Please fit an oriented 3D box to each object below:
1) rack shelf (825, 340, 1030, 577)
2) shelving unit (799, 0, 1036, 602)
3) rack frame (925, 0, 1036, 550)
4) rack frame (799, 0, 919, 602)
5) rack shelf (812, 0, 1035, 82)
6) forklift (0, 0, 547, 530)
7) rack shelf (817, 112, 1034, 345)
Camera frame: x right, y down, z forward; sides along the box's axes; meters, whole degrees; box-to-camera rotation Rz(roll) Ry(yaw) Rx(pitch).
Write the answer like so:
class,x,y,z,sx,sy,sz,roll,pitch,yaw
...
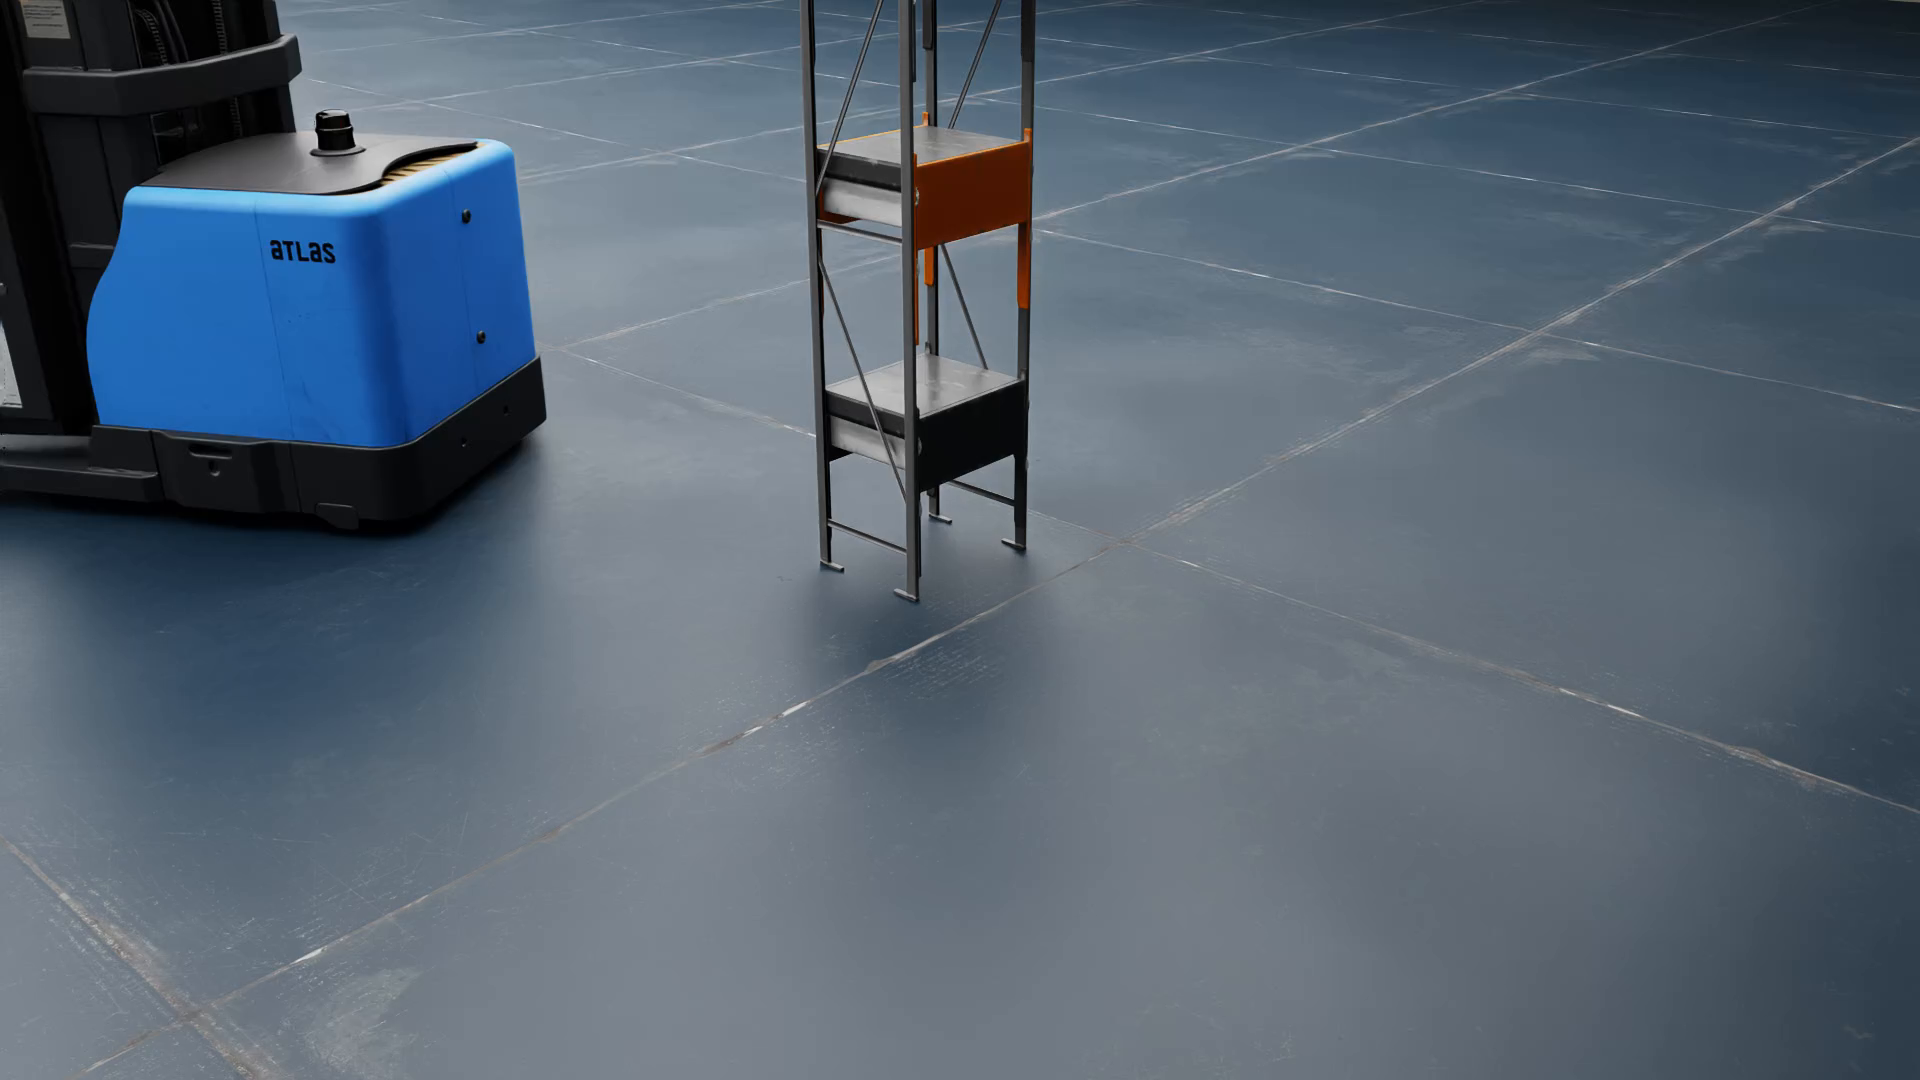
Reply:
class,x,y,z,sx,sy,sz,roll,pitch,yaw
rack shelf,-0.110,-0.256,5.000,0.431,0.518,0.480,20,31,38
shelving unit,-0.110,-0.908,4.708,0.431,2.100,0.503,20,31,38
rack frame,0.052,-0.982,4.874,0.400,2.100,0.015,20,31,38
rack frame,-0.273,-0.833,4.542,0.400,2.100,0.015,20,31,38
rack shelf,-0.110,-1.534,4.427,0.431,0.518,0.480,20,31,38
forklift,-3.077,-1.667,5.385,3.031,2.935,1.130,5,25,11
rack shelf,-0.110,-0.895,4.714,0.431,0.518,0.480,20,31,38
